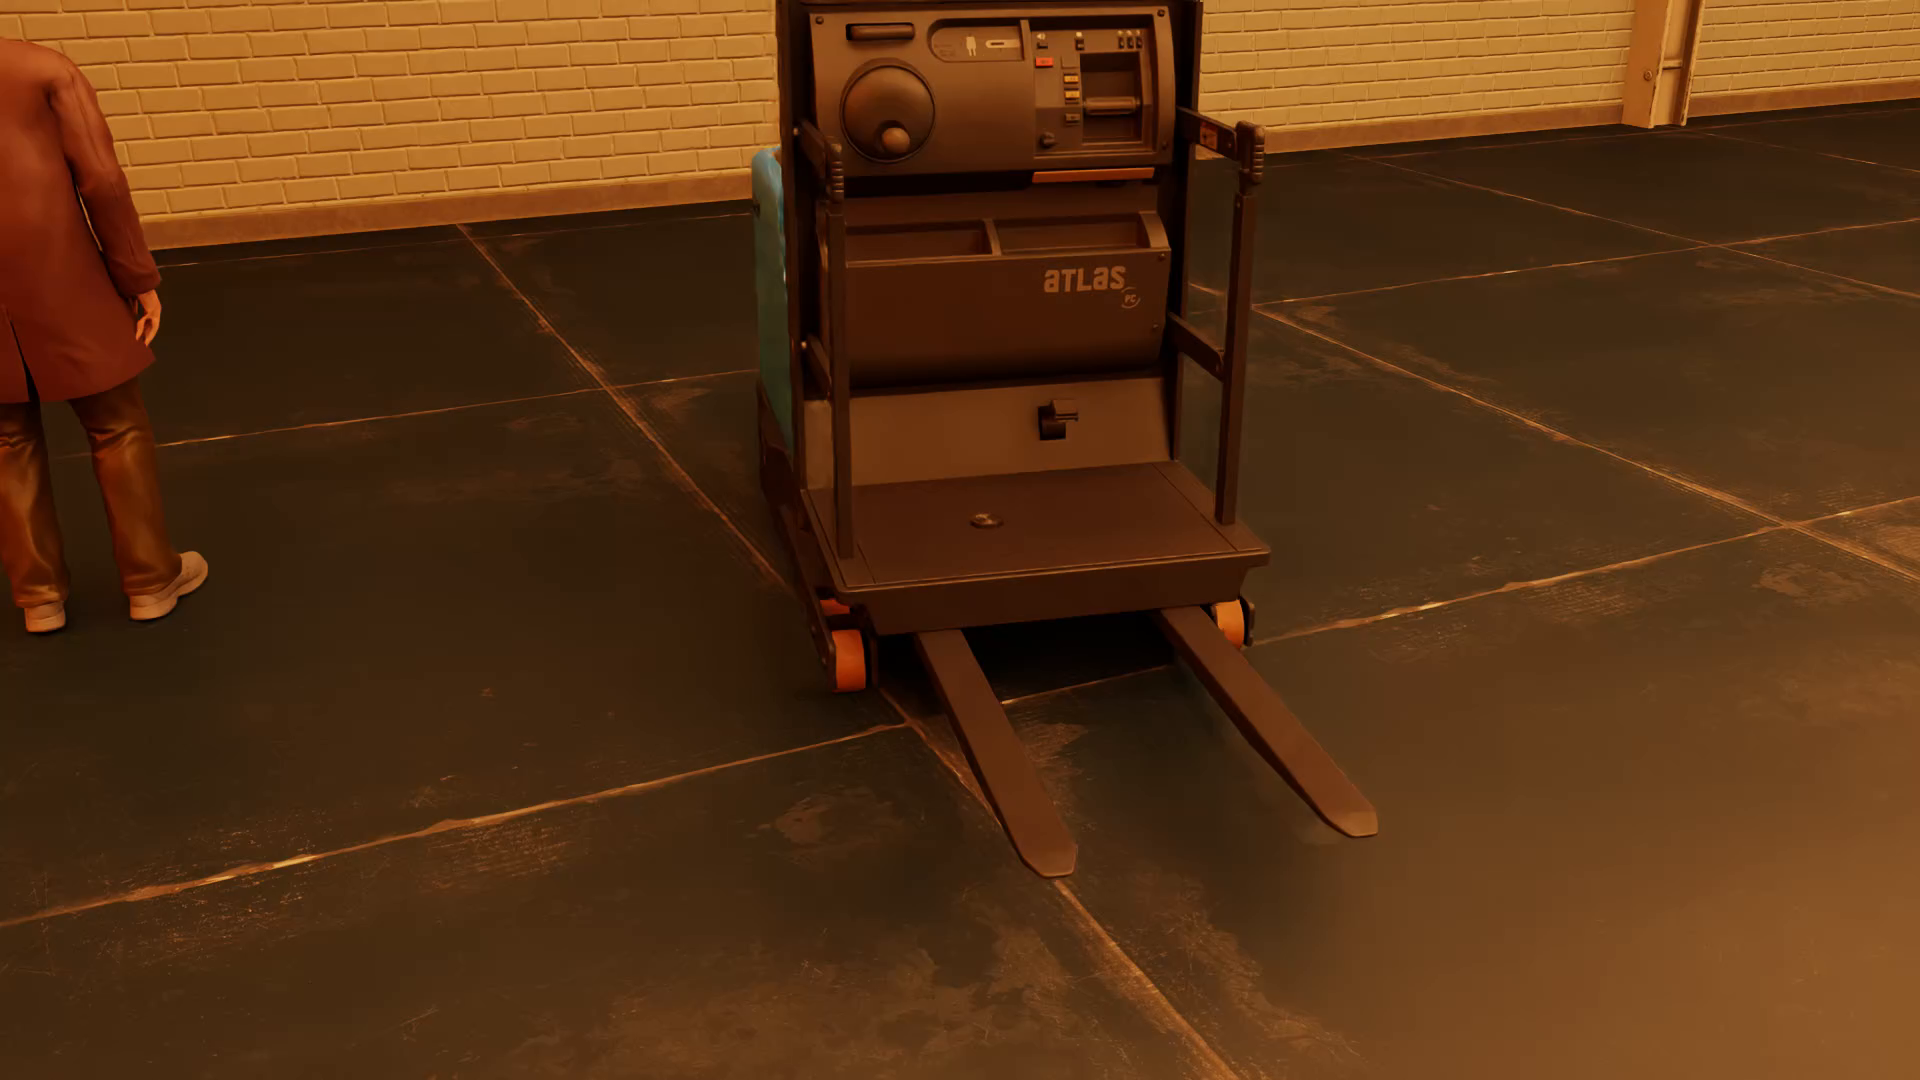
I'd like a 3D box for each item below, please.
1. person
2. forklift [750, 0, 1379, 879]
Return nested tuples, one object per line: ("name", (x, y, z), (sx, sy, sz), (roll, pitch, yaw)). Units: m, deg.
("person", (-2.416, -0.629, 4.310), (0.654, 1.772, 0.435), (-6, 23, -13))
("forklift", (0.139, -1.126, 3.995), (1.130, 2.935, 3.031), (-5, 23, -12))
